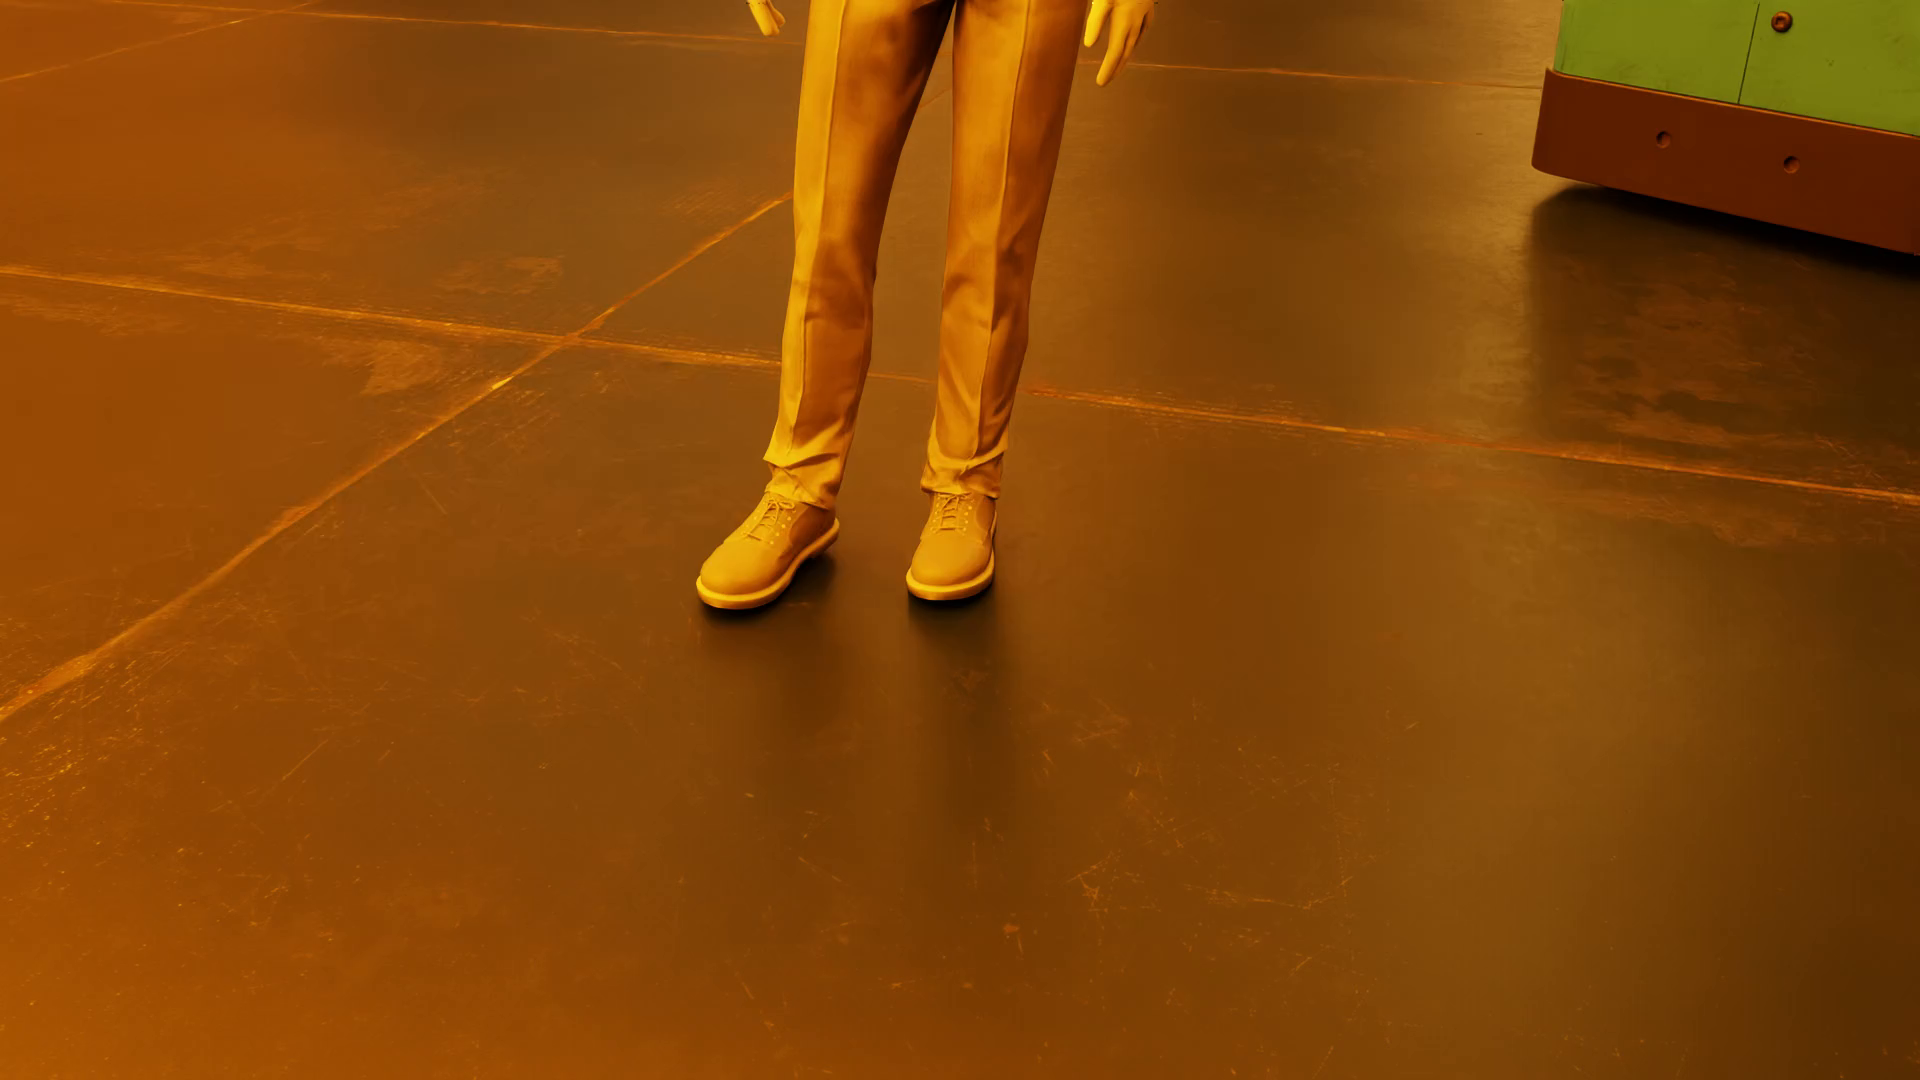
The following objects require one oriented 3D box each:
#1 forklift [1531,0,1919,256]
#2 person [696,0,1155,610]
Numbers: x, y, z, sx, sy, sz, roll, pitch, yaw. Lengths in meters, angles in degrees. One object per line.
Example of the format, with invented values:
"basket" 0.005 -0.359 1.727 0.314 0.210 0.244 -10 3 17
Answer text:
"forklift" 2.889 -2.443 4.063 3.031 2.935 1.130 -21 34 -35
"person" -0.027 -0.733 2.056 0.587 1.696 0.534 8 28 16
